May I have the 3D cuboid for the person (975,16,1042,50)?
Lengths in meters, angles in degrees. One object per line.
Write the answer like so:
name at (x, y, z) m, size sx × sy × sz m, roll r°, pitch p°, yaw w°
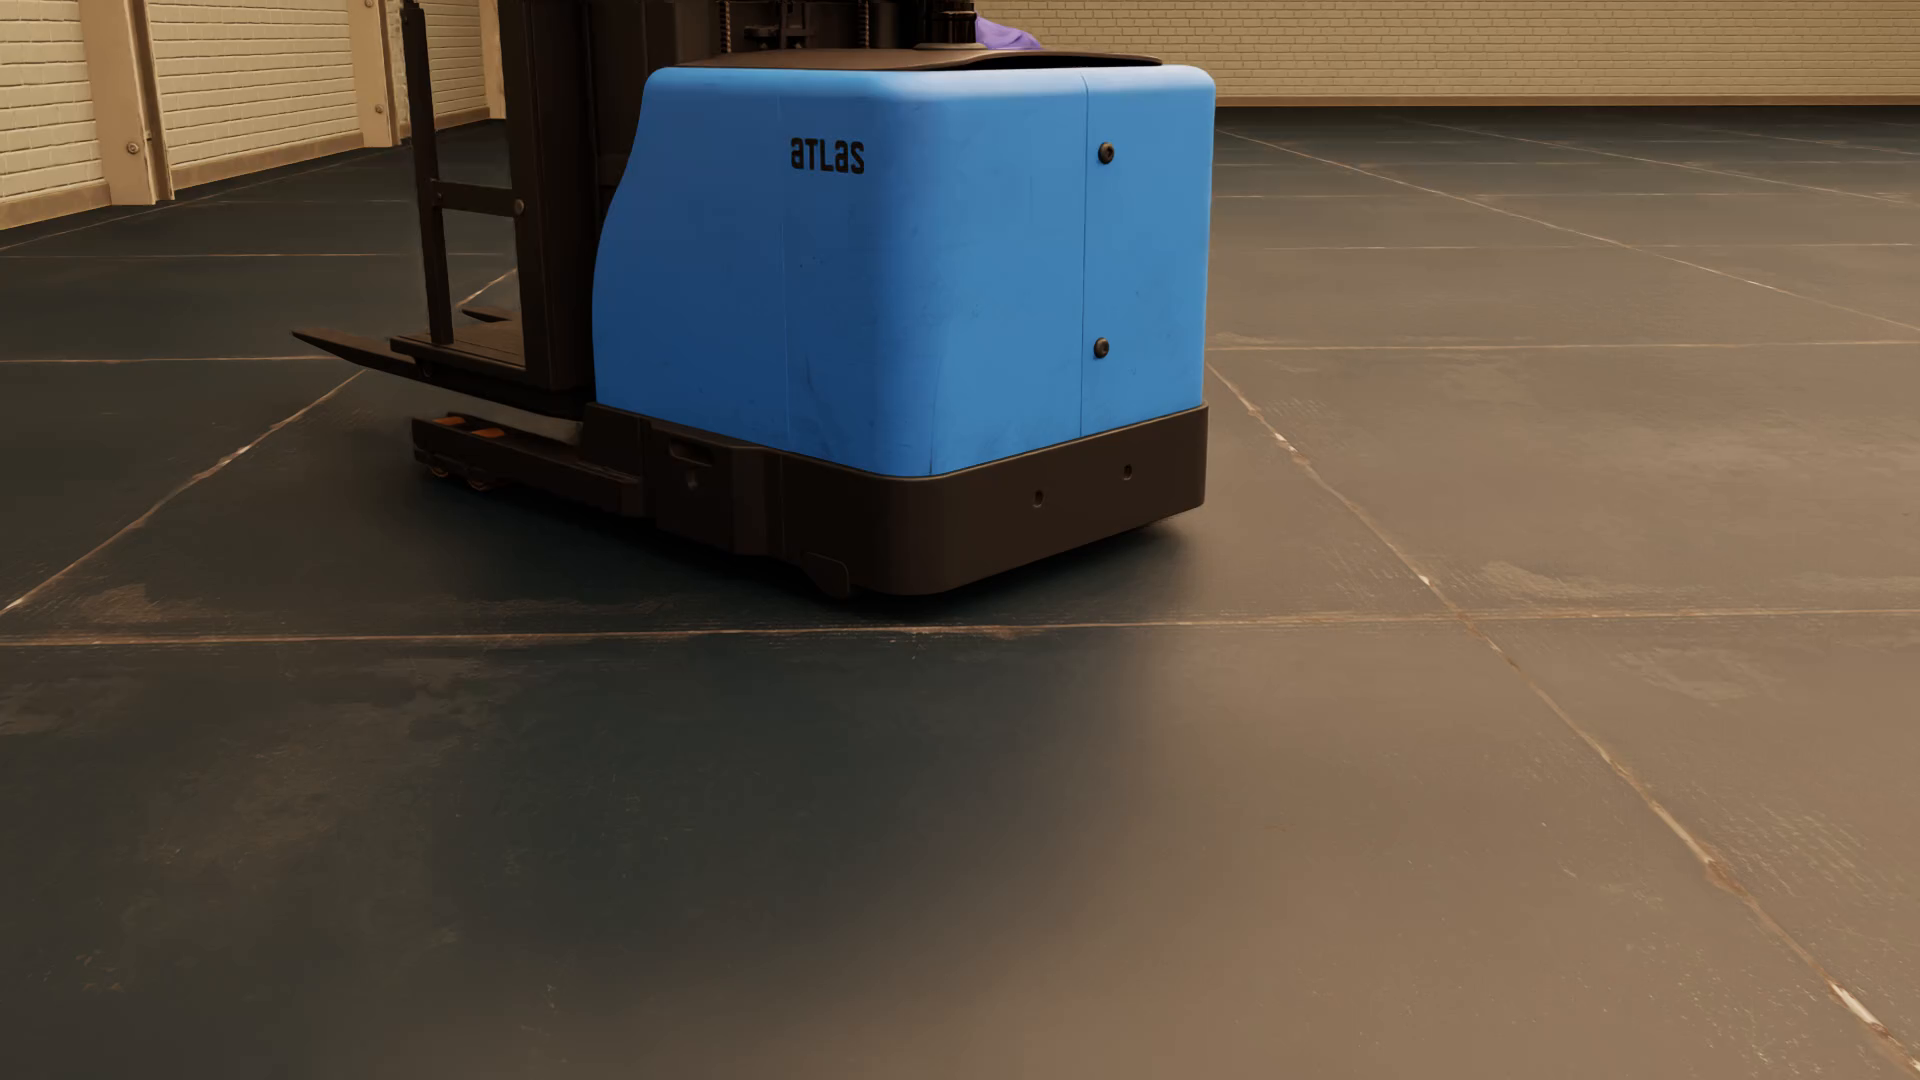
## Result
person at (-0.058, -1.015, 4.970) m, size 0.925 × 1.296 × 1.065 m, roll -1°, pitch 17°, yaw -4°

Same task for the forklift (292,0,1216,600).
forklift at (-0.828, -1.625, 4.221) m, size 3.031 × 2.935 × 1.130 m, roll 16°, pitch 23°, yaw 41°
